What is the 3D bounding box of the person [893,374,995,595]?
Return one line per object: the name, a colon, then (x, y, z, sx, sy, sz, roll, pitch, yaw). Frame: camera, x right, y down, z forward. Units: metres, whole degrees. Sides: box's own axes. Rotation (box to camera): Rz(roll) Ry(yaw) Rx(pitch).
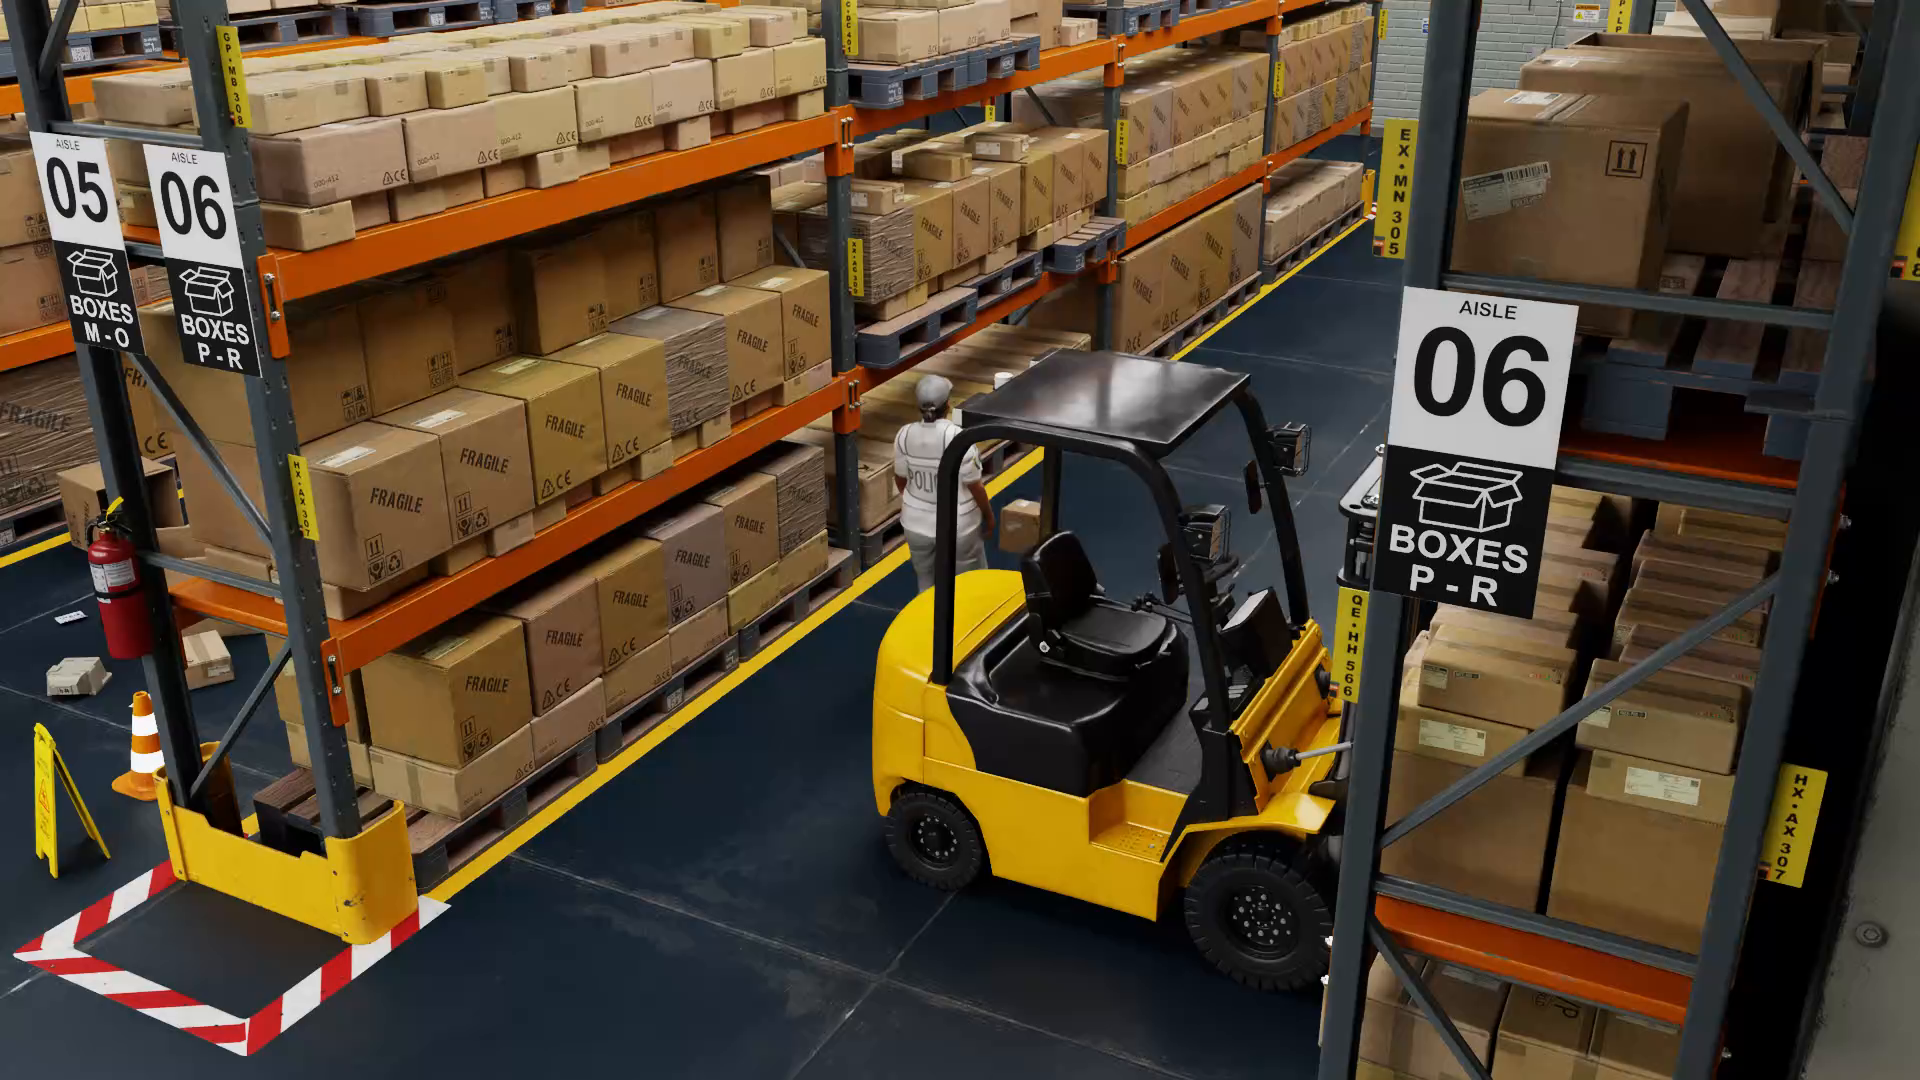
person: (-0.037, -0.095, 8.790, 0.575, 1.670, 0.523, 11, 25, 24)
